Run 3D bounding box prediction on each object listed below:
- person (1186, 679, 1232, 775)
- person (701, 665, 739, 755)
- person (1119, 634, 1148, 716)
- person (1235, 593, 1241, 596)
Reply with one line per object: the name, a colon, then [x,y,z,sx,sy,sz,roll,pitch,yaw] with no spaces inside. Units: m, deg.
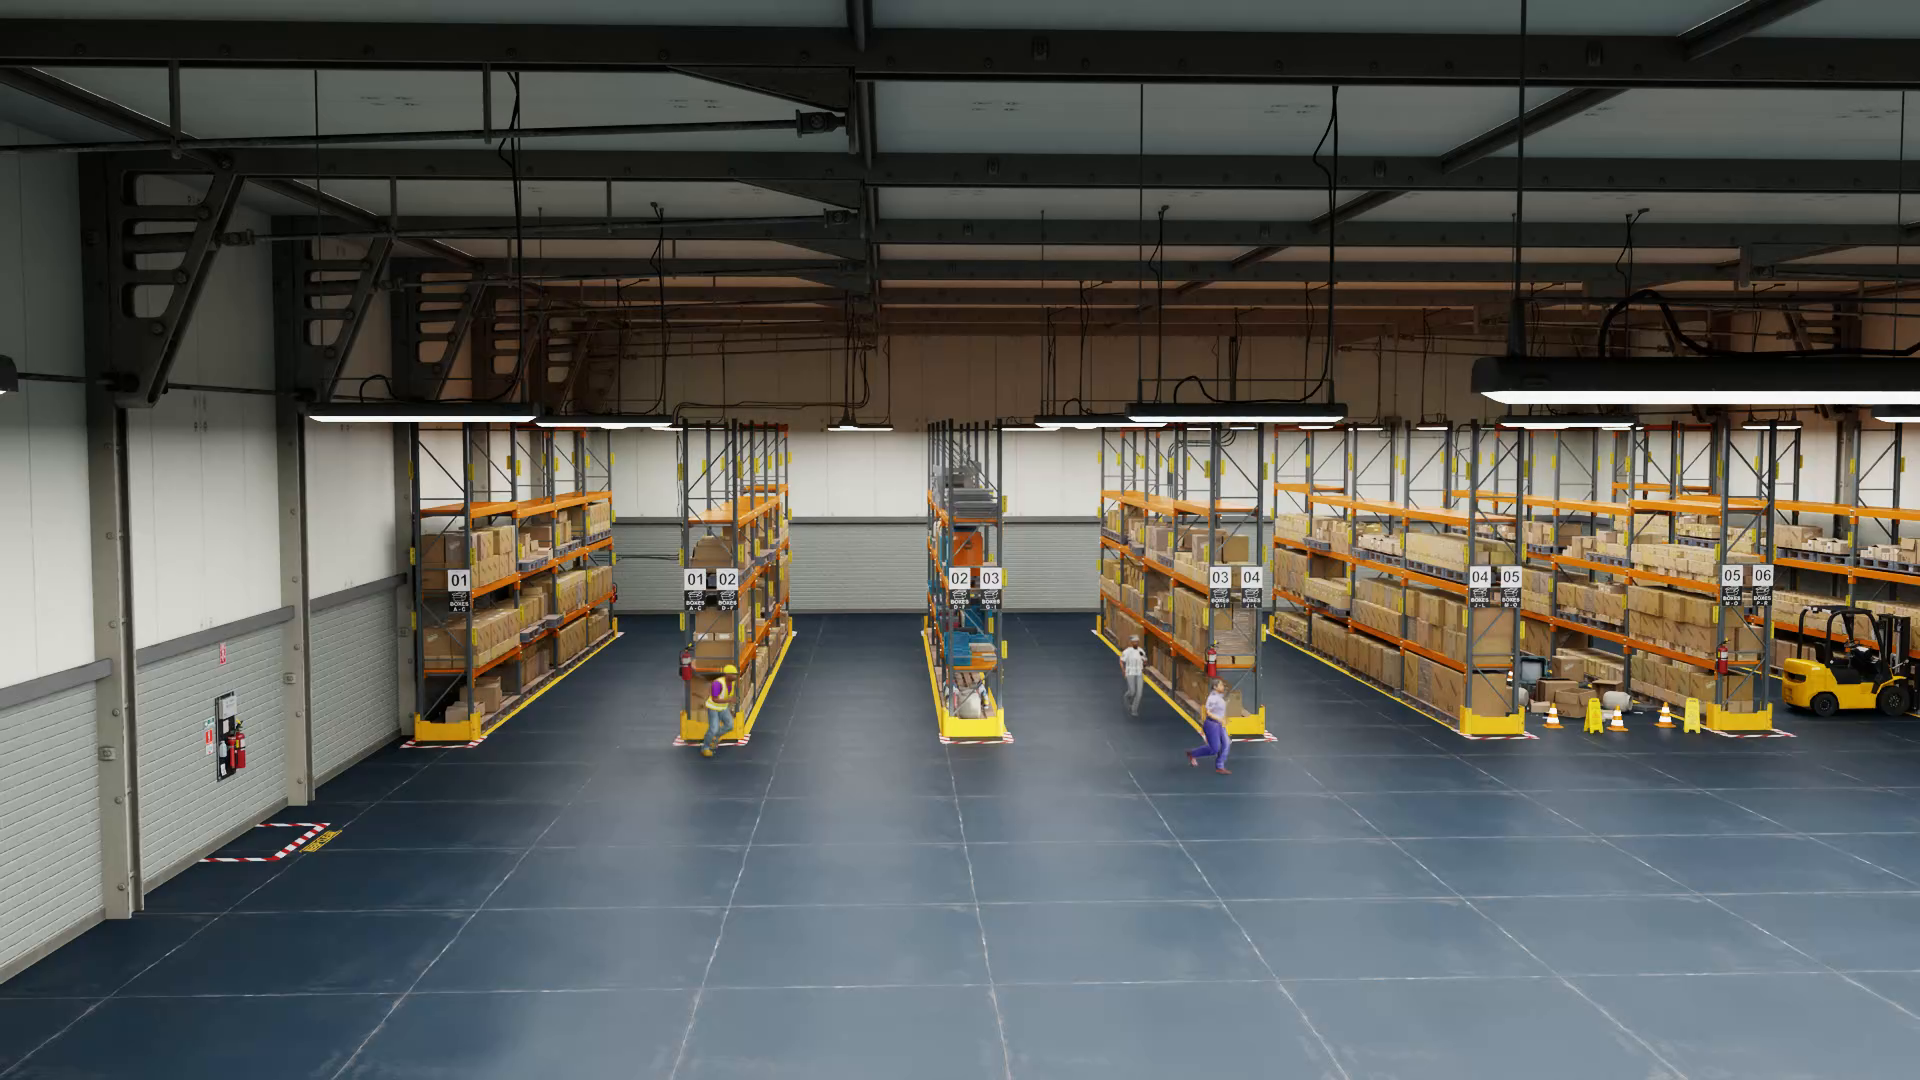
person: [4.215,3.131,28.012,0.754,1.615,0.597,2,4,24]
person: [-4.213,3.010,29.562,0.861,1.630,0.730,2,4,31]
person: [3.547,2.739,33.782,0.575,1.657,0.559,-1,4,-10]
person: [7.736,1.985,45.966,0.570,1.627,0.793,0,4,2]
